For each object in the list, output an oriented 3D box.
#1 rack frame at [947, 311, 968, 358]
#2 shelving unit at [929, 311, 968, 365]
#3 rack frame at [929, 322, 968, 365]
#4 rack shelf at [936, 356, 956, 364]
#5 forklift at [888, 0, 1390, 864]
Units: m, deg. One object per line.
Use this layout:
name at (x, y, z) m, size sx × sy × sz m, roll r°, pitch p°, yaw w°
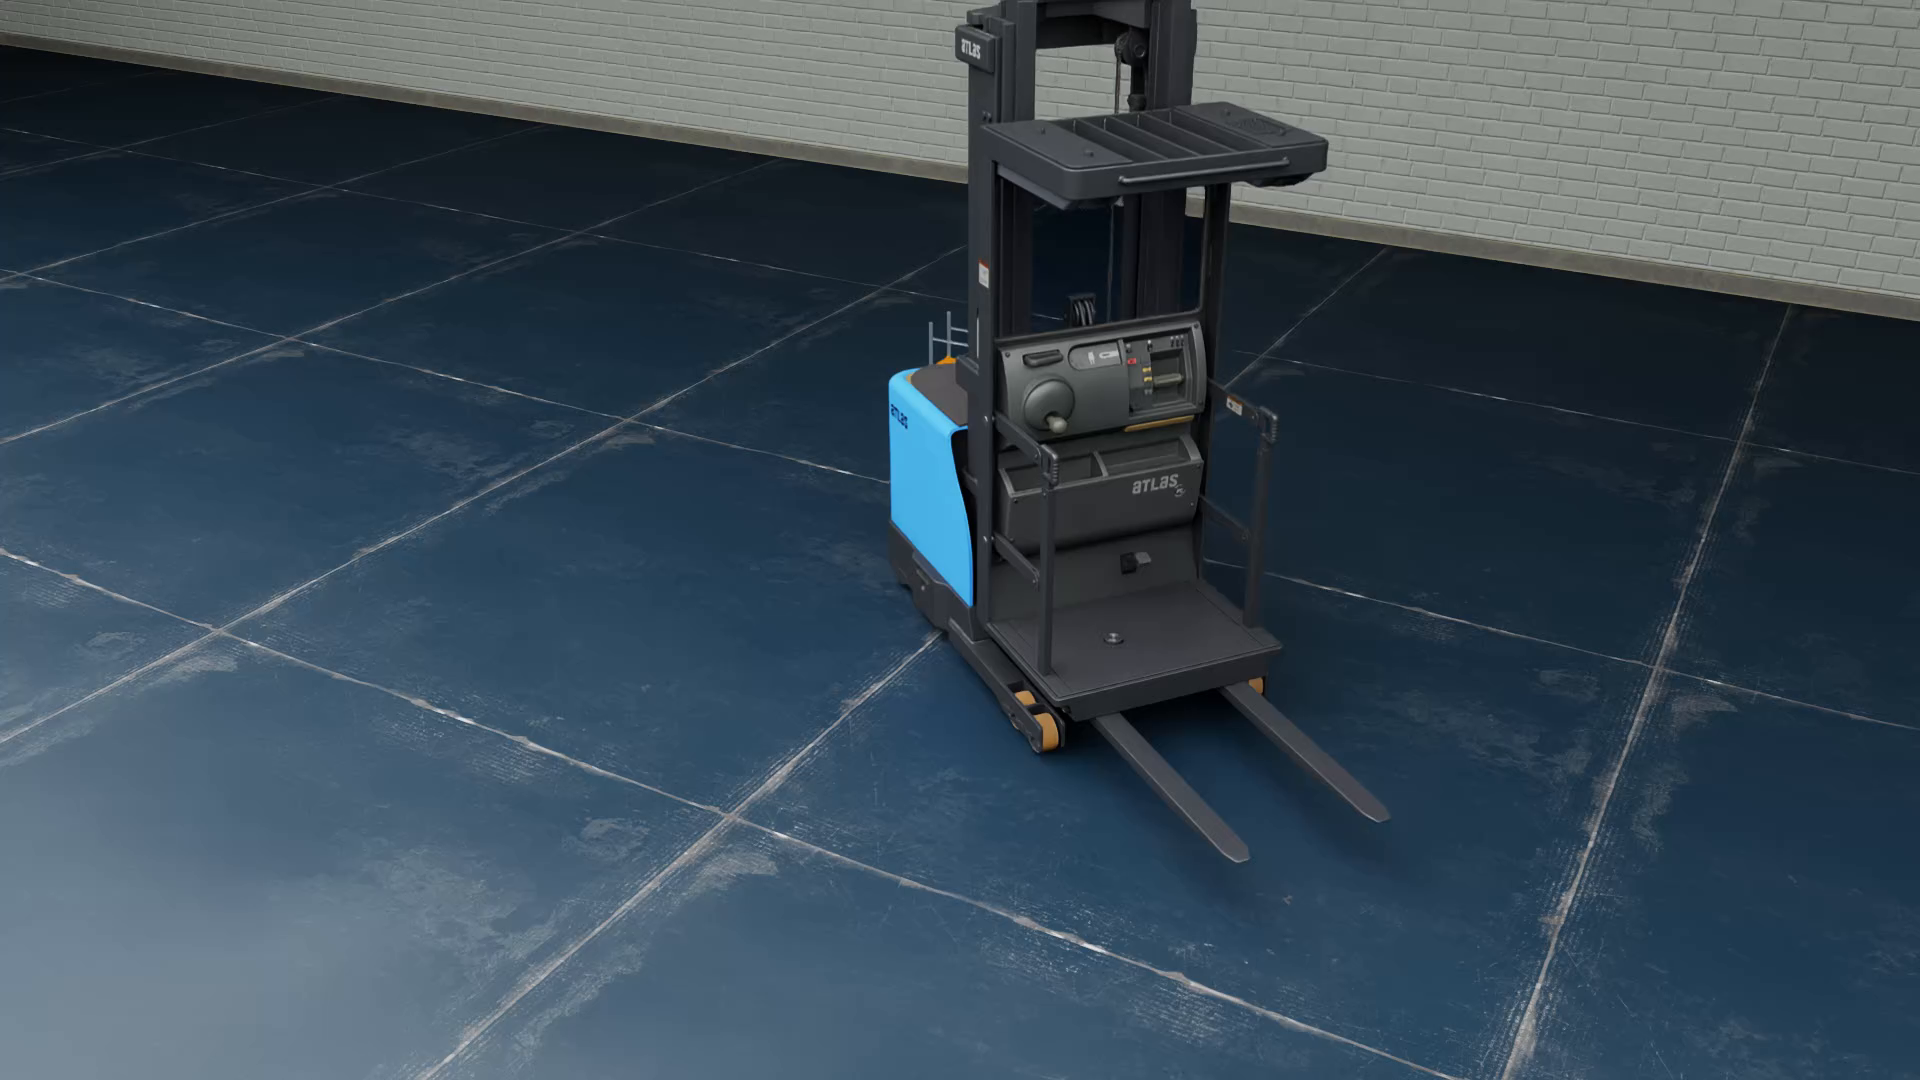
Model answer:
rack frame at (0.041, -0.587, 8.583) m, size 0.240 × 1.200 × 0.006 m, roll 14°, pitch 30°, yaw 26°
shelving unit at (-0.003, -0.551, 8.511) m, size 0.258 × 1.200 × 0.189 m, roll 14°, pitch 30°, yaw 26°
rack frame at (-0.047, -0.516, 8.440) m, size 0.240 × 1.200 × 0.006 m, roll 14°, pitch 30°, yaw 26°
rack shelf at (-0.003, -0.834, 8.370) m, size 0.258 × 0.103 × 0.180 m, roll 14°, pitch 30°, yaw 26°
forklift at (0.694, -0.638, 6.750) m, size 1.130 × 2.935 × 3.031 m, roll -11°, pitch 29°, yaw -21°
